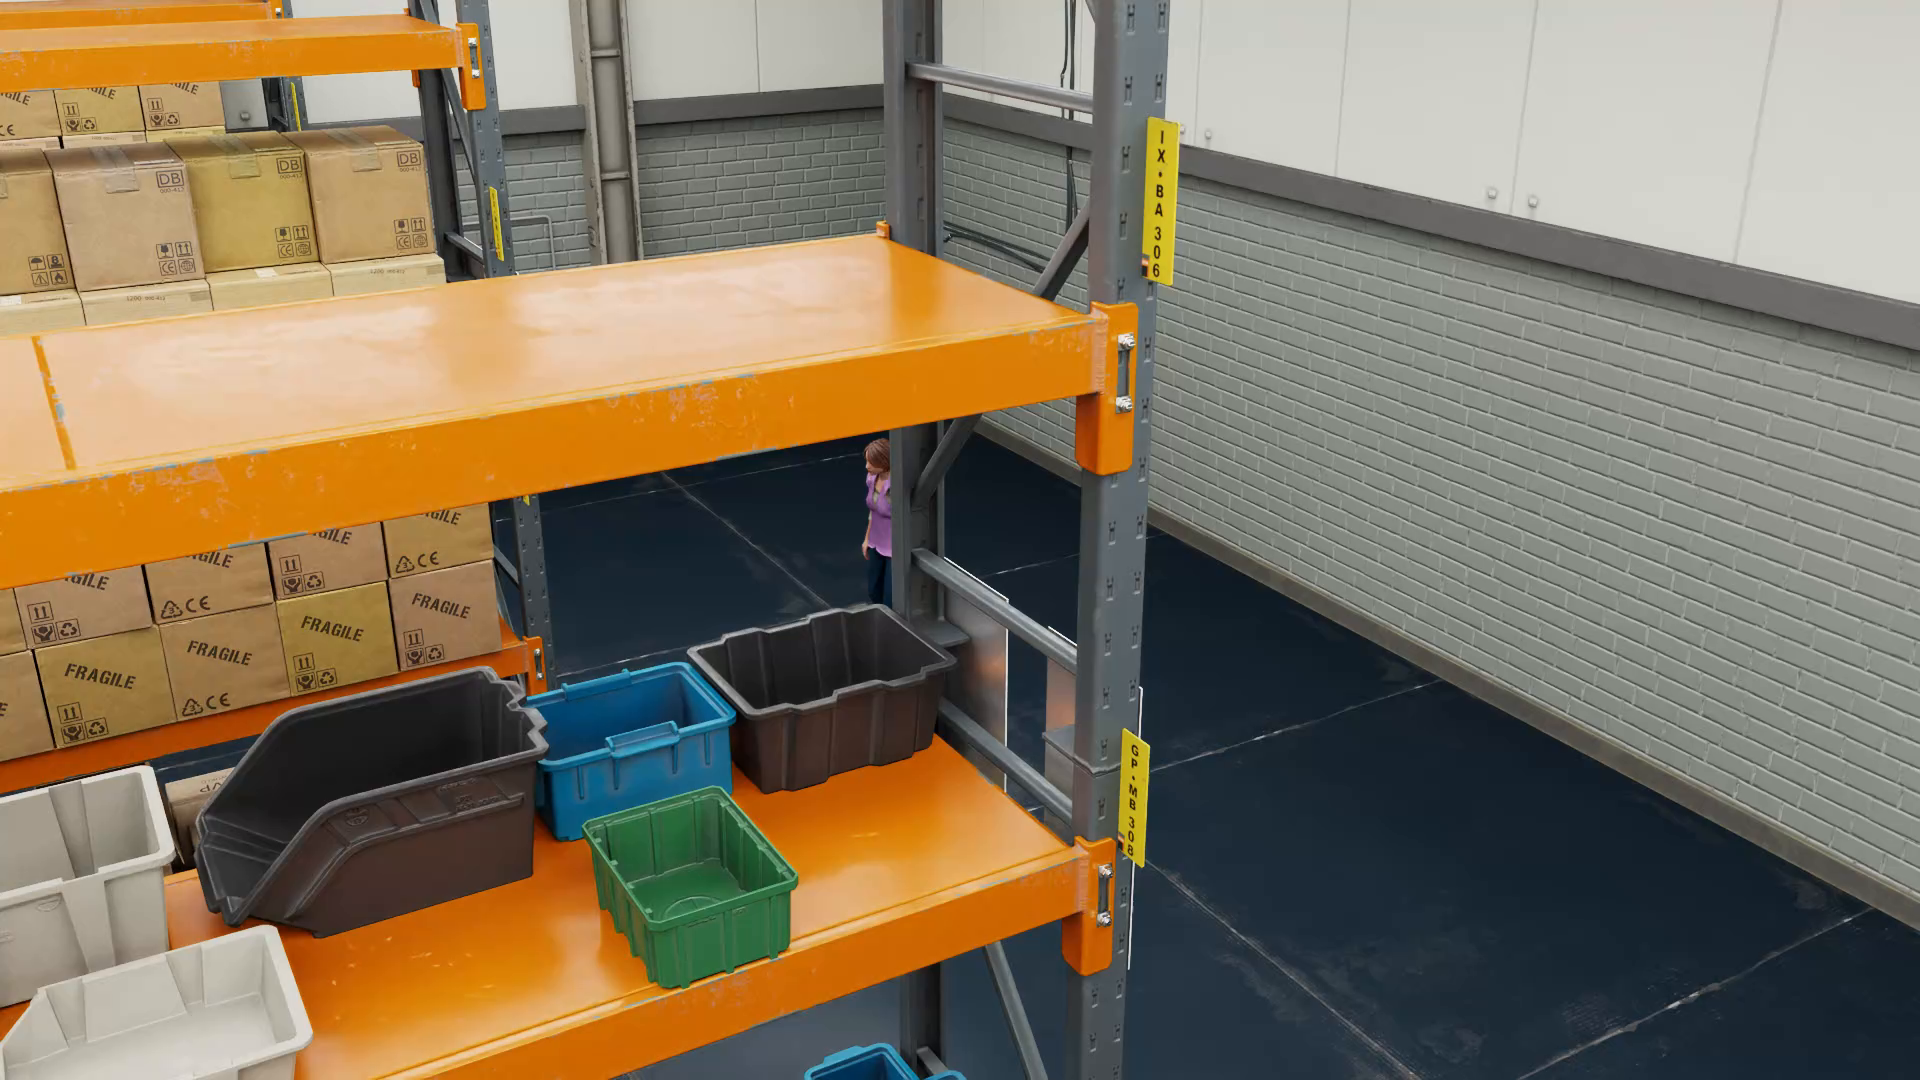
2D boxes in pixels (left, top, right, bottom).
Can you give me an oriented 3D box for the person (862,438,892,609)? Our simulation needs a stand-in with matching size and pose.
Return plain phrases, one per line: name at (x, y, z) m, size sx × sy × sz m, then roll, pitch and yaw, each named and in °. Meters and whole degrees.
person at (-0.469, 0.079, 10.906) m, size 0.340 × 1.594 × 0.483 m, roll -14°, pitch 26°, yaw -31°
